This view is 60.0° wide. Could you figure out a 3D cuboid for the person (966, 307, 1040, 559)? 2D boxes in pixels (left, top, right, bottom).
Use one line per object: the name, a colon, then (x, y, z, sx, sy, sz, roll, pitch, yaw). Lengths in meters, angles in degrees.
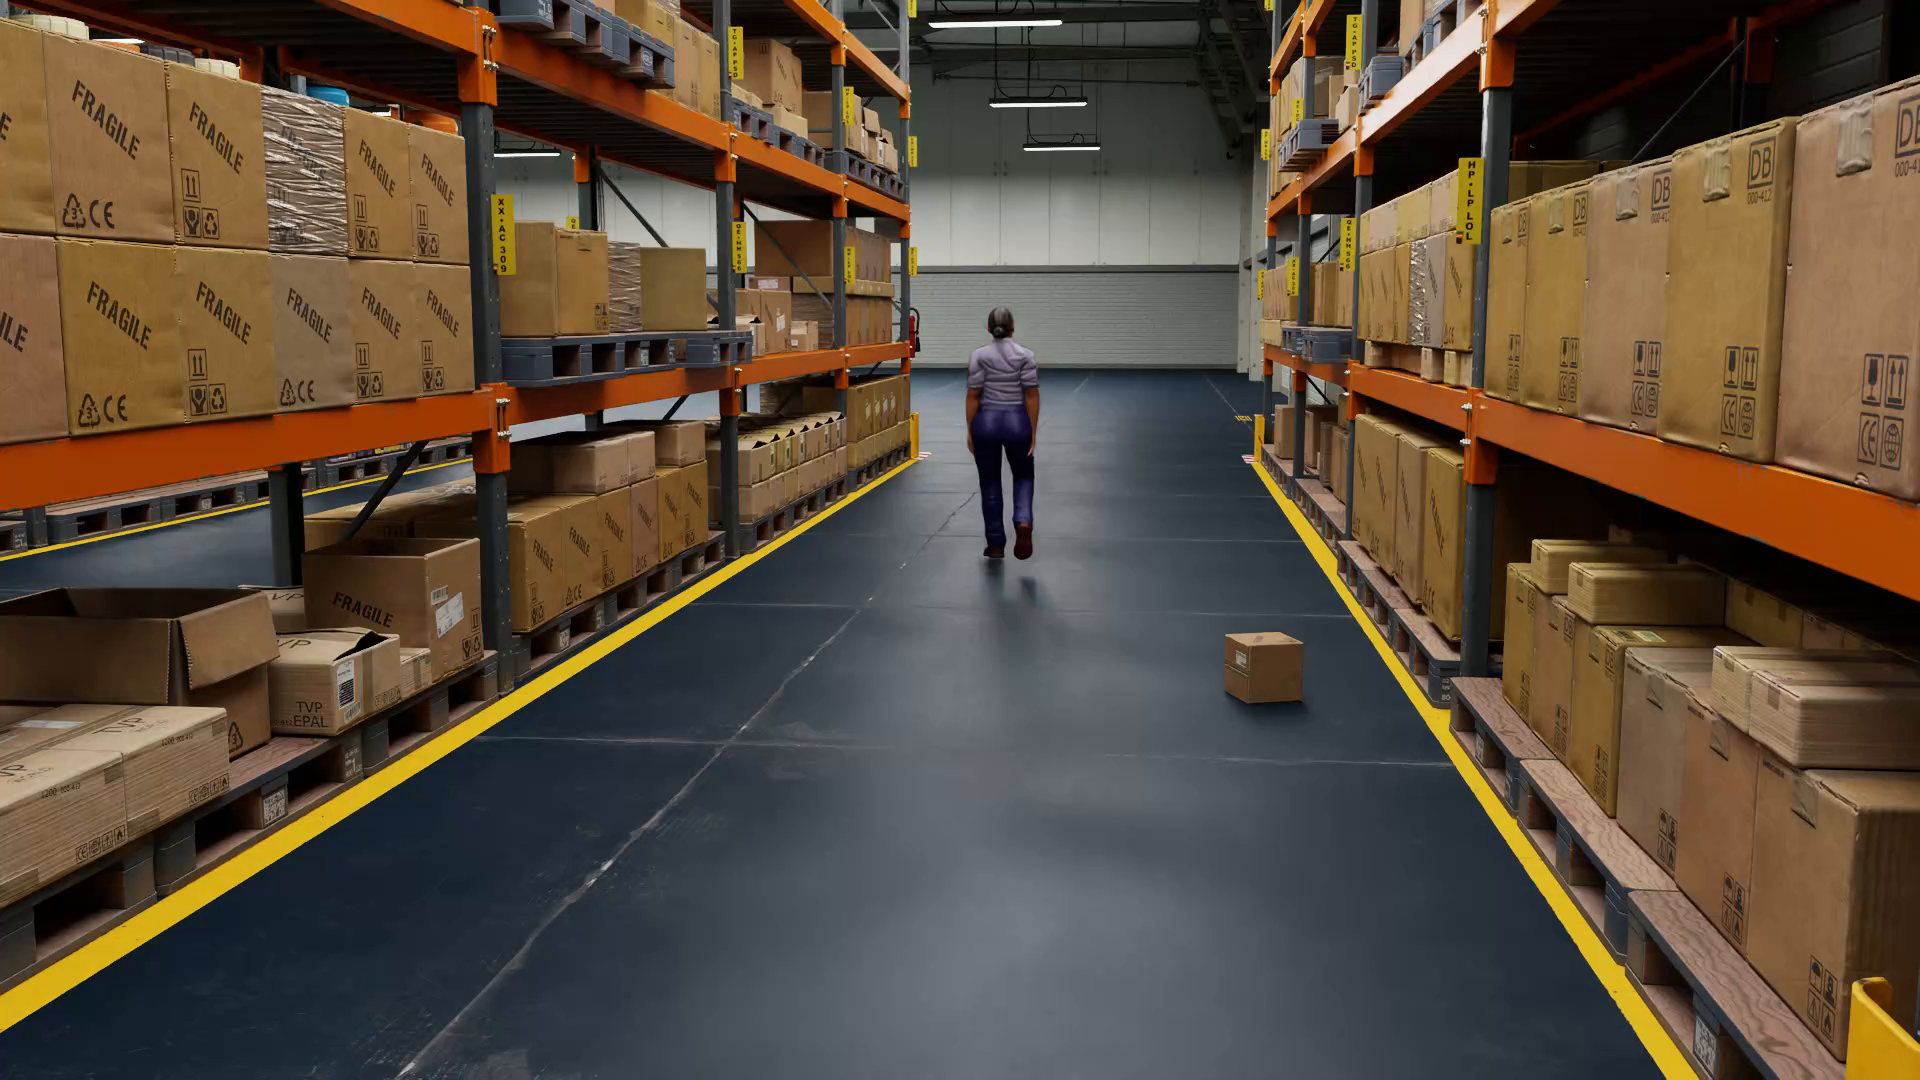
person: (0.274, -0.687, 10.855, 0.475, 1.633, 0.459, 0, 8, -3)
